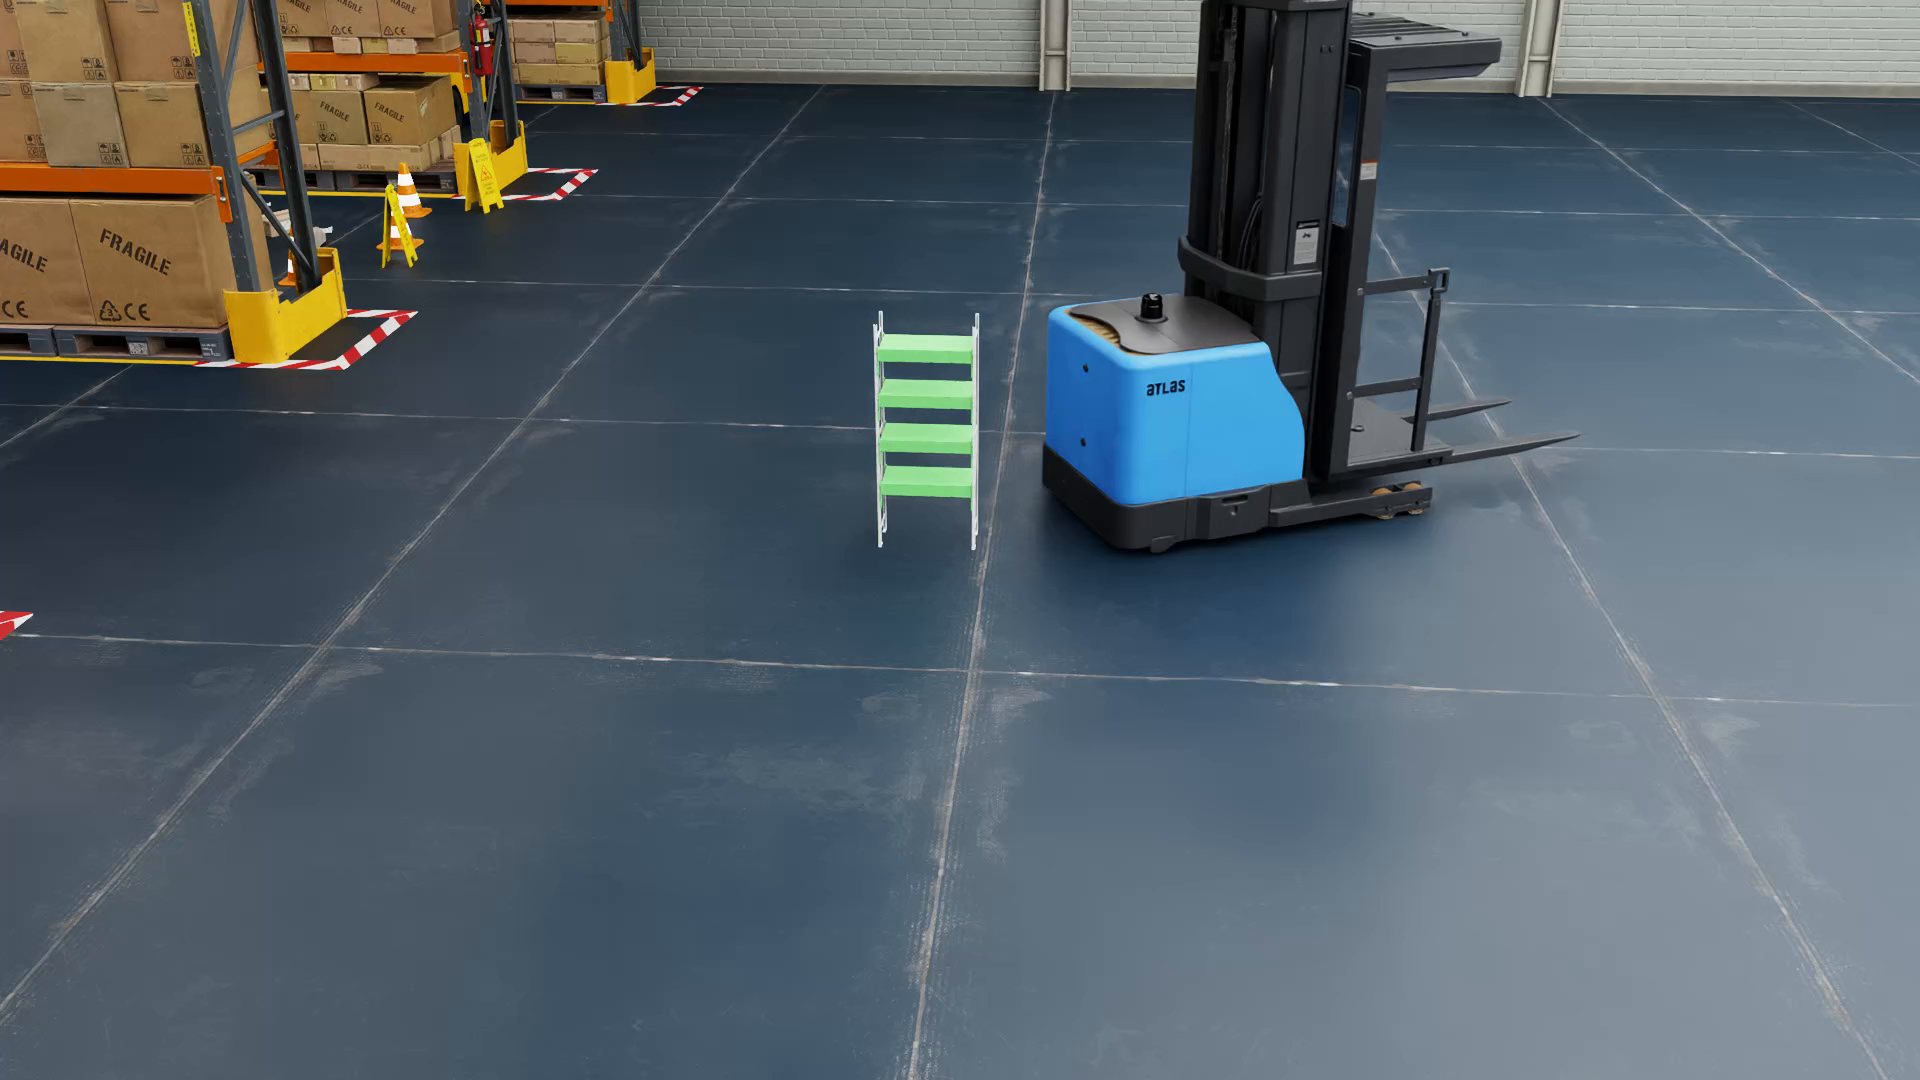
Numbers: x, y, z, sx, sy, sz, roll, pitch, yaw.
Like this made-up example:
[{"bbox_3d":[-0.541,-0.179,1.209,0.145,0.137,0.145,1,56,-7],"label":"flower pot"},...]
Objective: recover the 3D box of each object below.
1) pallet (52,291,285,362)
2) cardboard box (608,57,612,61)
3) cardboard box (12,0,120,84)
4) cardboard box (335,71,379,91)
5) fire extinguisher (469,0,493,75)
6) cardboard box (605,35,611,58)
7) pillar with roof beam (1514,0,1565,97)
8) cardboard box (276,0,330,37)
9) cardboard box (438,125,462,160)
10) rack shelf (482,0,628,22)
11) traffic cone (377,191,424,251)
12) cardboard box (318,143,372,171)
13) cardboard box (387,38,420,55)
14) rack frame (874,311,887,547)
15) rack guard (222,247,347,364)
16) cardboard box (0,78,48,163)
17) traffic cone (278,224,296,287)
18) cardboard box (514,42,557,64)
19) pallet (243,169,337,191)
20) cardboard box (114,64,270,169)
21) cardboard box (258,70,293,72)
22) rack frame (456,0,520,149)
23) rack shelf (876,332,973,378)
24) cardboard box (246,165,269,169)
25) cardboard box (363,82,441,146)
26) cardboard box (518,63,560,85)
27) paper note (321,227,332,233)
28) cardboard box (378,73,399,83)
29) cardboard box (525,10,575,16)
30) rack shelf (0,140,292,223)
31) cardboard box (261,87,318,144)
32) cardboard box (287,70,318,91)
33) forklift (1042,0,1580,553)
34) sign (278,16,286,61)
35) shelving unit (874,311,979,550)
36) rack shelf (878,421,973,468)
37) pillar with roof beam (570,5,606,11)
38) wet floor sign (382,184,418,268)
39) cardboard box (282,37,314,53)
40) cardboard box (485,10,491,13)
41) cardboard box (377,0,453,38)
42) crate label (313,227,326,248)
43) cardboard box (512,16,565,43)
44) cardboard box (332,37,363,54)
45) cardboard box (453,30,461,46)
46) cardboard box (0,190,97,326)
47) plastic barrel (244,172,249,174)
[{"bbox_3d":[-5.597,-1.542,11.848,1.213,0.211,1.003,2,25,4],"label":"pallet"},{"bbox_3d":[-4.614,-5.990,20.965,0.500,0.250,0.500,2,25,4],"label":"cardboard box"},{"bbox_3d":[-5.716,-3.381,11.039,0.550,0.550,0.875,2,25,4],"label":"cardboard box"},{"bbox_3d":[-5.706,-4.359,15.750,0.250,0.149,0.380,3,25,6],"label":"cardboard box"},{"bbox_3d":[-4.437,-4.651,15.362,0.183,0.674,0.296,2,25,4],"label":"fire extinguisher"},{"bbox_3d":[-4.592,-6.221,20.870,0.500,0.250,0.500,2,25,5],"label":"cardboard box"},{"bbox_3d":[6.870,-7.896,15.144,0.400,9.000,9.100,2,25,4],"label":"pillar with roof beam"},{"bbox_3d":[-6.076,-5.000,15.553,0.500,0.500,0.500,2,25,4],"label":"cardboard box"},{"bbox_3d":[-5.299,-3.964,16.564,0.500,0.250,0.500,2,25,4],"label":"cardboard box"},{"bbox_3d":[-6.134,-6.688,20.557,4.000,0.370,1.077,2,25,4],"label":"rack shelf"},{"bbox_3d":[-4.789,-2.732,14.133,0.334,0.463,0.336,2,25,4],"label":"traffic cone"},{"bbox_3d":[-5.858,-3.757,16.114,0.500,0.250,0.500,2,25,4],"label":"cardboard box"},{"bbox_3d":[-5.166,-4.652,15.573,0.250,0.149,0.380,2,25,3],"label":"cardboard box"},{"bbox_3d":[-0.408,-0.558,8.528,0.015,1.200,0.240,2,25,4],"label":"rack frame"},{"bbox_3d":[-4.770,-1.679,11.801,0.348,0.500,1.175,2,25,4],"label":"rack guard"},{"bbox_3d":[-6.266,-2.955,11.405,0.550,0.550,0.875,2,25,4],"label":"cardboard box"},{"bbox_3d":[-5.215,-2.272,13.134,0.334,0.463,0.336,2,25,4],"label":"traffic cone"},{"bbox_3d":[-5.148,-6.025,20.445,0.500,0.250,0.500,2,25,3],"label":"cardboard box"},{"bbox_3d":[-6.612,-3.698,16.535,1.213,0.211,1.003,2,25,4],"label":"pallet"},{"bbox_3d":[-5.167,-2.877,11.234,0.550,0.550,0.875,2,25,4],"label":"cardboard box"},{"bbox_3d":[-8.649,-6.203,20.980,0.625,0.625,0.875,3,25,6],"label":"cardboard box"},{"bbox_3d":[-4.516,-4.882,15.771,0.127,3.000,1.000,2,25,4],"label":"rack frame"},{"bbox_3d":[-0.165,-0.928,8.337,0.480,0.148,0.258,2,25,4],"label":"rack shelf"},{"bbox_3d":[-6.874,-3.792,16.189,0.500,0.250,0.500,2,25,3],"label":"cardboard box"},{"bbox_3d":[-5.335,-4.081,15.921,0.500,0.500,0.500,2,25,4],"label":"cardboard box"},{"bbox_3d":[-5.127,-5.796,20.544,0.500,0.250,0.500,2,25,4],"label":"cardboard box"},{"bbox_3d":[-5.611,-2.734,14.654,0.142,0.019,0.148,-7,26,-14],"label":"paper note"},{"bbox_3d":[-5.844,-4.321,16.441,0.500,0.500,0.500,1,25,2],"label":"cardboard box"},{"bbox_3d":[-5.103,-6.455,20.781,0.500,0.250,0.500,2,25,4],"label":"cardboard box"},{"bbox_3d":[-6.788,-2.553,11.570,4.000,0.370,1.077,2,25,4],"label":"rack shelf"},{"bbox_3d":[-6.358,-4.115,15.995,0.500,0.500,0.500,1,25,3],"label":"cardboard box"},{"bbox_3d":[-6.219,-4.378,15.790,0.250,0.149,0.380,3,25,6],"label":"cardboard box"},{"bbox_3d":[2.028,-1.637,8.801,3.031,2.935,1.130,-9,26,-19],"label":"forklift"},{"bbox_3d":[-4.746,-3.476,11.585,0.005,0.325,0.100,2,25,4],"label":"sign"},{"bbox_3d":[-0.165,-0.550,8.511,0.503,1.200,0.258,2,25,4],"label":"shelving unit"},{"bbox_3d":[-0.165,-0.492,8.537,0.480,0.148,0.258,2,25,4],"label":"rack shelf"},{"bbox_3d":[-5.094,-8.280,15.978,0.400,9.000,9.100,2,25,4],"label":"pillar with roof beam"},{"bbox_3d":[-4.614,-2.570,13.564,0.232,0.644,0.267,-2,25,-5],"label":"wet floor sign"},{"bbox_3d":[-6.186,-4.702,15.681,0.250,0.149,0.380,2,25,3],"label":"cardboard box"},{"bbox_3d":[-6.111,-6.495,20.868,0.500,0.250,0.500,1,25,3],"label":"cardboard box"},{"bbox_3d":[-5.078,-4.965,15.476,0.500,0.500,0.500,1,25,3],"label":"cardboard box"},{"bbox_3d":[-5.578,-2.583,14.200,0.298,0.136,0.250,-11,27,-23],"label":"crate label"},{"bbox_3d":[-5.132,-6.245,20.325,0.500,0.250,0.500,2,25,5],"label":"cardboard box"},{"bbox_3d":[-5.679,-4.665,15.600,0.250,0.149,0.380,2,25,5],"label":"cardboard box"},{"bbox_3d":[-4.839,-4.865,16.034,0.250,0.149,0.380,2,25,4],"label":"cardboard box"},{"bbox_3d":[-6.353,-2.062,11.683,0.875,0.875,0.875,1,25,3],"label":"cardboard box"},{"bbox_3d":[-6.691,-3.146,15.082,0.421,0.421,0.512,22,33,39],"label":"plastic barrel"}]
